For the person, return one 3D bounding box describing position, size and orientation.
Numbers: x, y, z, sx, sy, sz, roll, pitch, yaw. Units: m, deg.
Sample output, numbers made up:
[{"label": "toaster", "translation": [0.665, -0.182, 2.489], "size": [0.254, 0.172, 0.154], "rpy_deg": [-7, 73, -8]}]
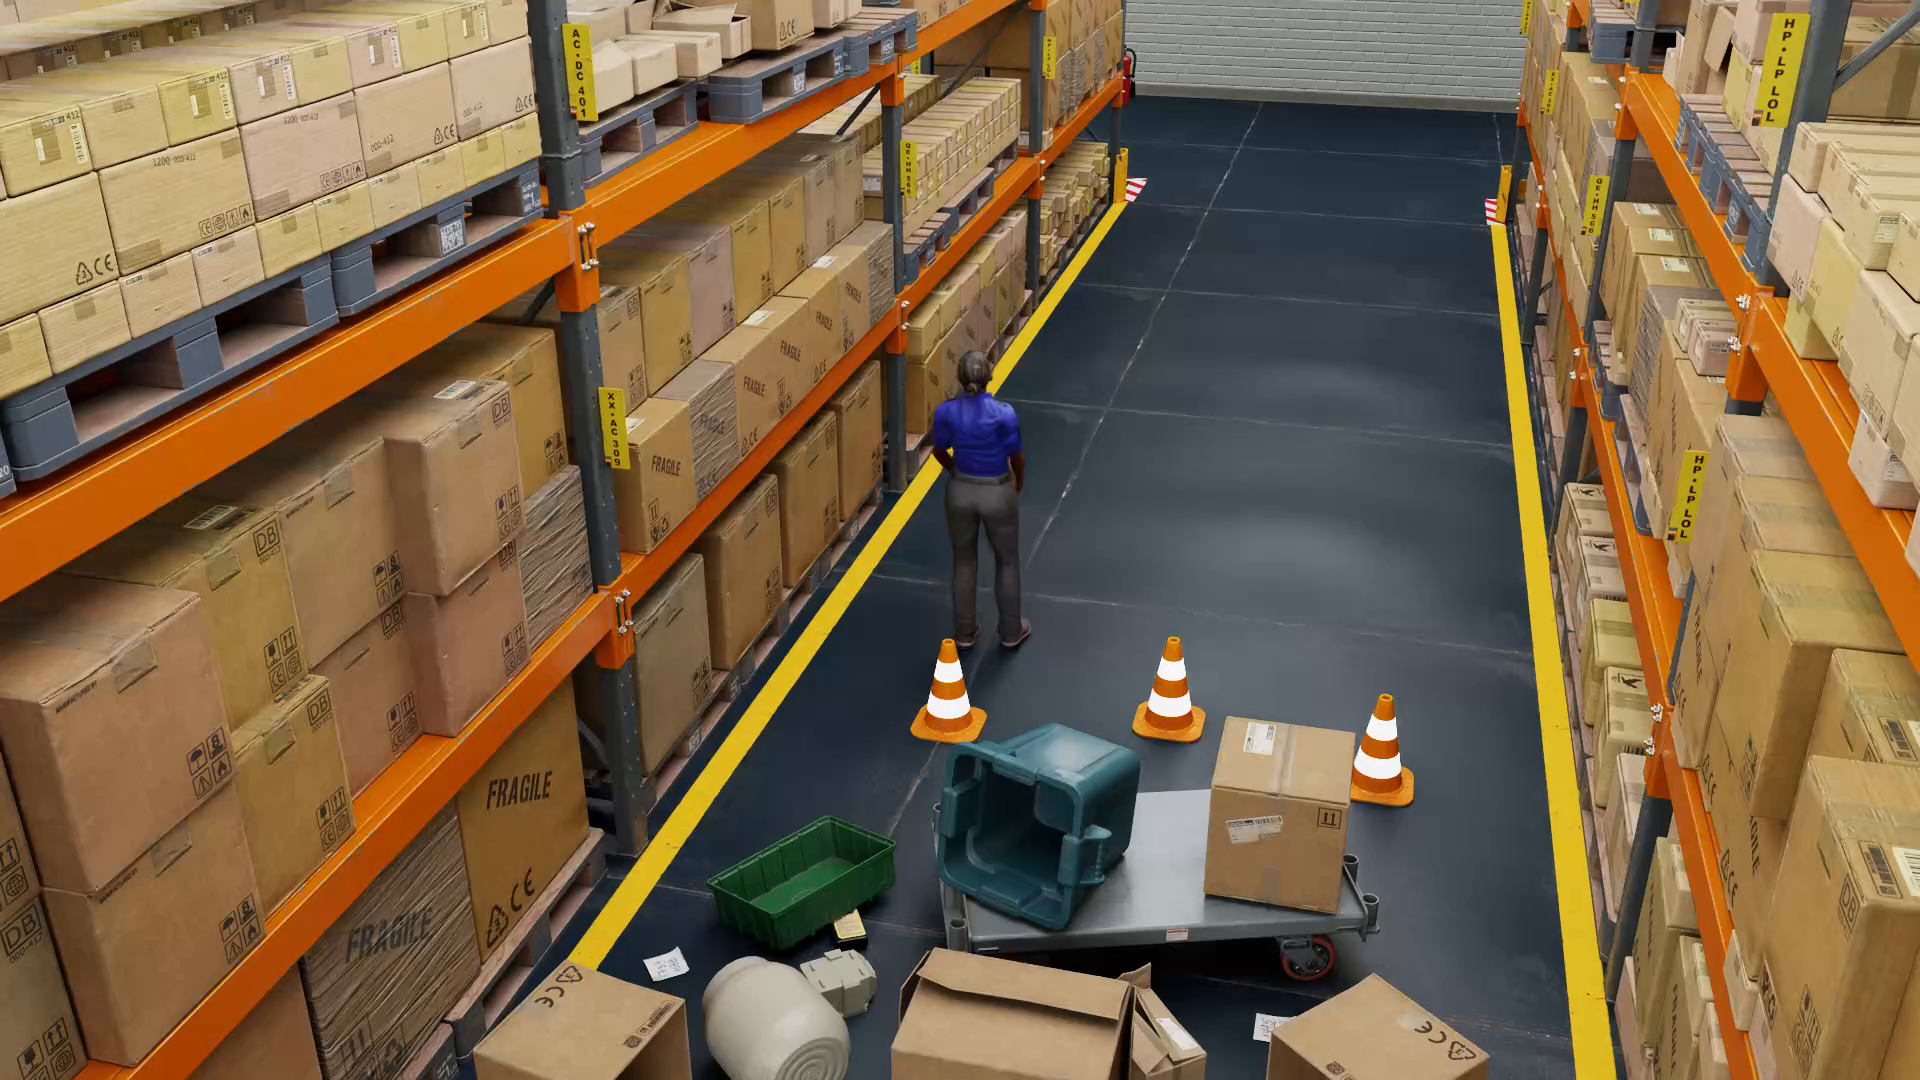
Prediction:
[{"label": "person", "translation": [0.112, -0.220, 8.576], "size": [0.494, 1.658, 0.449], "rpy_deg": [6, 26, 13]}]
